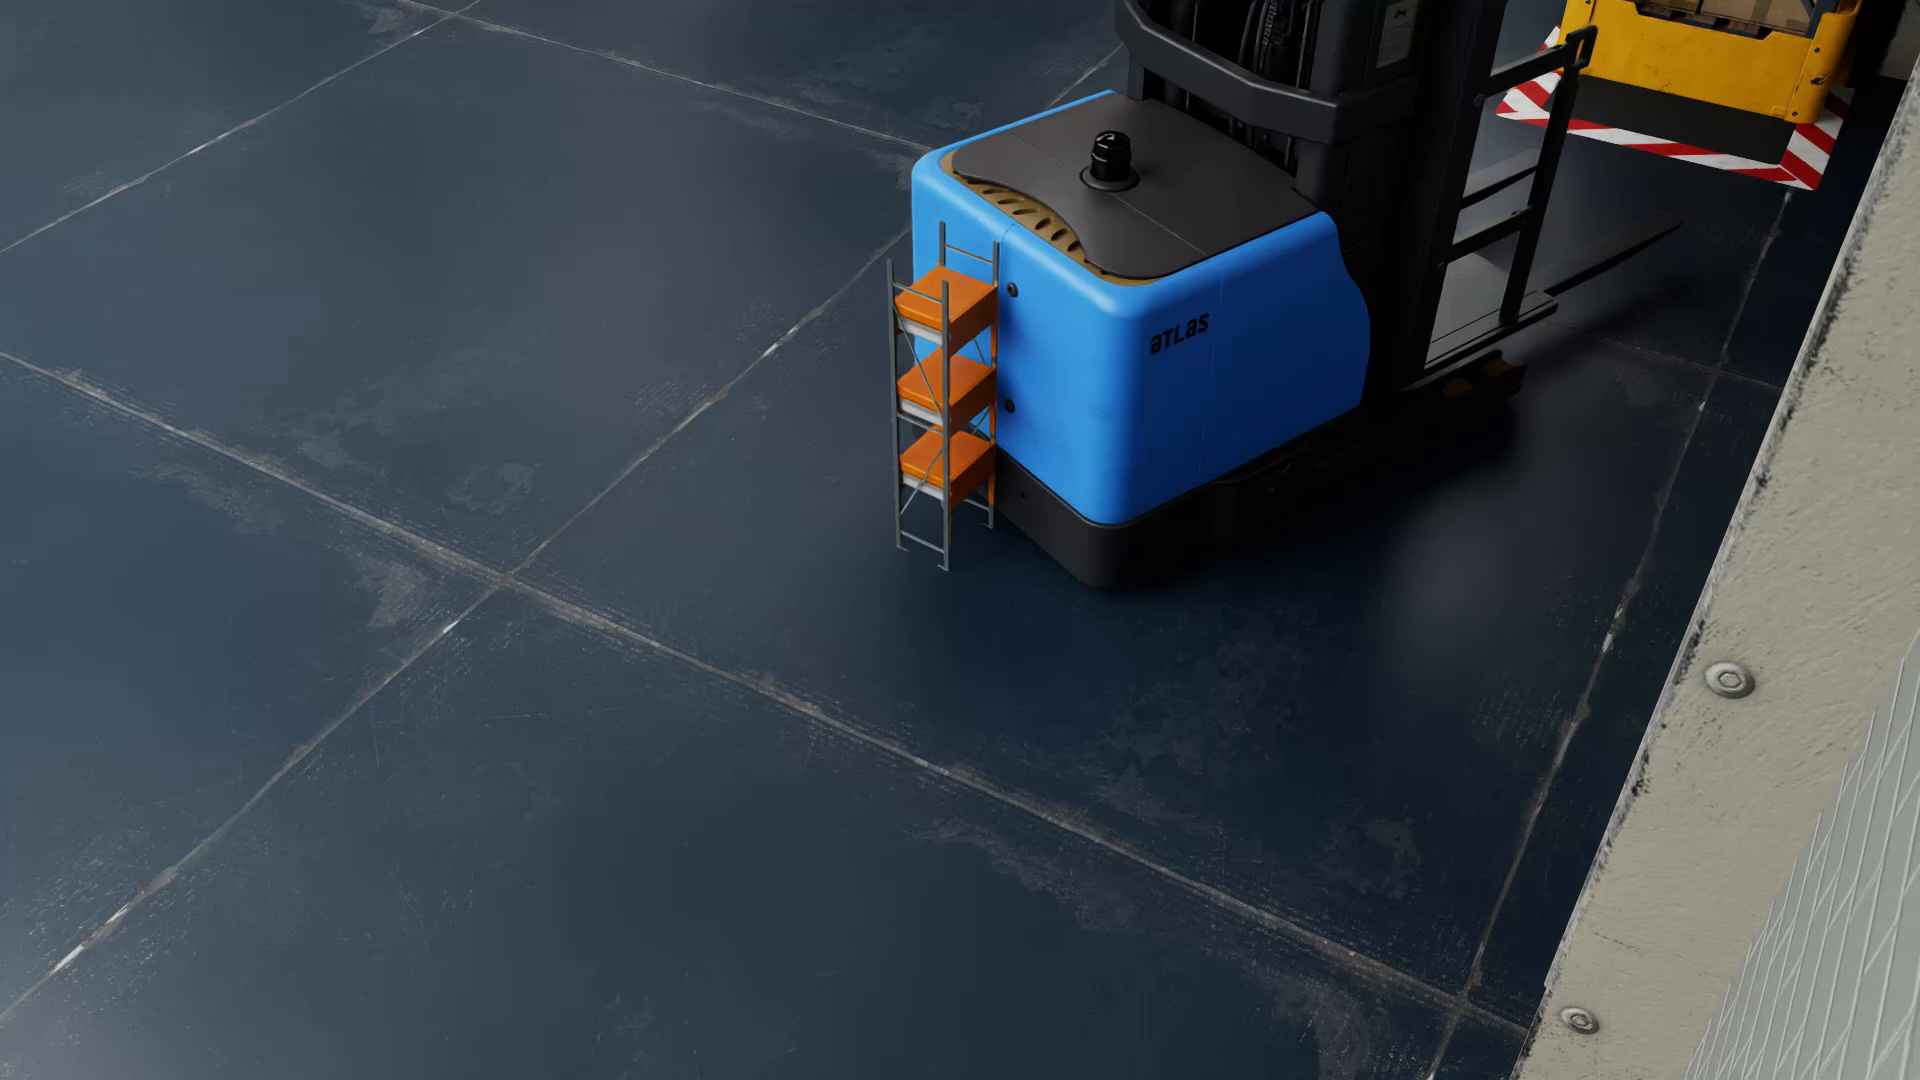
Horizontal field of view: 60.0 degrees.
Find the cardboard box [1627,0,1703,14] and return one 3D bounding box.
[{"bbox_3d":[3.310,-2.745,7.860,0.500,0.250,0.500,21,46,22],"label":"cardboard box"}]

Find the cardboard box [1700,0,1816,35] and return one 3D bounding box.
[{"bbox_3d":[3.763,-2.588,7.682,0.500,0.250,0.500,21,46,22],"label":"cardboard box"}]

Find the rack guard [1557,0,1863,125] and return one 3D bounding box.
[{"bbox_3d":[3.336,-2.294,7.477,1.175,0.500,0.348,21,45,22],"label":"rack guard"}]

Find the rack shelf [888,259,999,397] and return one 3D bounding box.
[{"bbox_3d":[-0.045,-0.605,4.730,0.215,0.259,0.240,25,47,25],"label":"rack shelf"}]

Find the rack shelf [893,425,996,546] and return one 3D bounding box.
[{"bbox_3d":[-0.045,-0.184,5.101,0.215,0.259,0.240,25,47,25],"label":"rack shelf"}]

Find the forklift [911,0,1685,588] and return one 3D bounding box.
[{"bbox_3d":[1.330,-1.742,5.010,3.031,2.935,1.130,-26,47,-26],"label":"forklift"}]

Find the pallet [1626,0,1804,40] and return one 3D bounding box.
[{"bbox_3d":[3.694,-2.651,8.101,1.003,0.211,1.213,21,45,22],"label":"pallet"}]

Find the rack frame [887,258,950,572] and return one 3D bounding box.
[{"bbox_3d":[-0.115,-0.334,4.835,0.200,1.050,0.008,25,47,25],"label":"rack frame"}]

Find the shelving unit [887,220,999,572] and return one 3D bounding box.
[{"bbox_3d":[-0.045,-0.400,4.910,0.215,1.050,0.252,25,47,25],"label":"shelving unit"}]

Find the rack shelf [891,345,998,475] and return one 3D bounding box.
[{"bbox_3d":[-0.045,-0.392,4.917,0.215,0.259,0.240,25,47,25],"label":"rack shelf"}]

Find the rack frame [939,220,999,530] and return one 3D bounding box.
[{"bbox_3d":[0.025,-0.466,4.985,0.200,1.050,0.008,25,47,25],"label":"rack frame"}]

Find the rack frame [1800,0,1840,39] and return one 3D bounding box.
[{"bbox_3d":[3.348,-3.246,6.666,1.000,3.000,0.127,21,45,22],"label":"rack frame"}]

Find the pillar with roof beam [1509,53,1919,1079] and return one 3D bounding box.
[{"bbox_3d":[-2.253,-3.588,2.516,9.100,9.000,0.400,21,45,22],"label":"pillar with roof beam"}]
